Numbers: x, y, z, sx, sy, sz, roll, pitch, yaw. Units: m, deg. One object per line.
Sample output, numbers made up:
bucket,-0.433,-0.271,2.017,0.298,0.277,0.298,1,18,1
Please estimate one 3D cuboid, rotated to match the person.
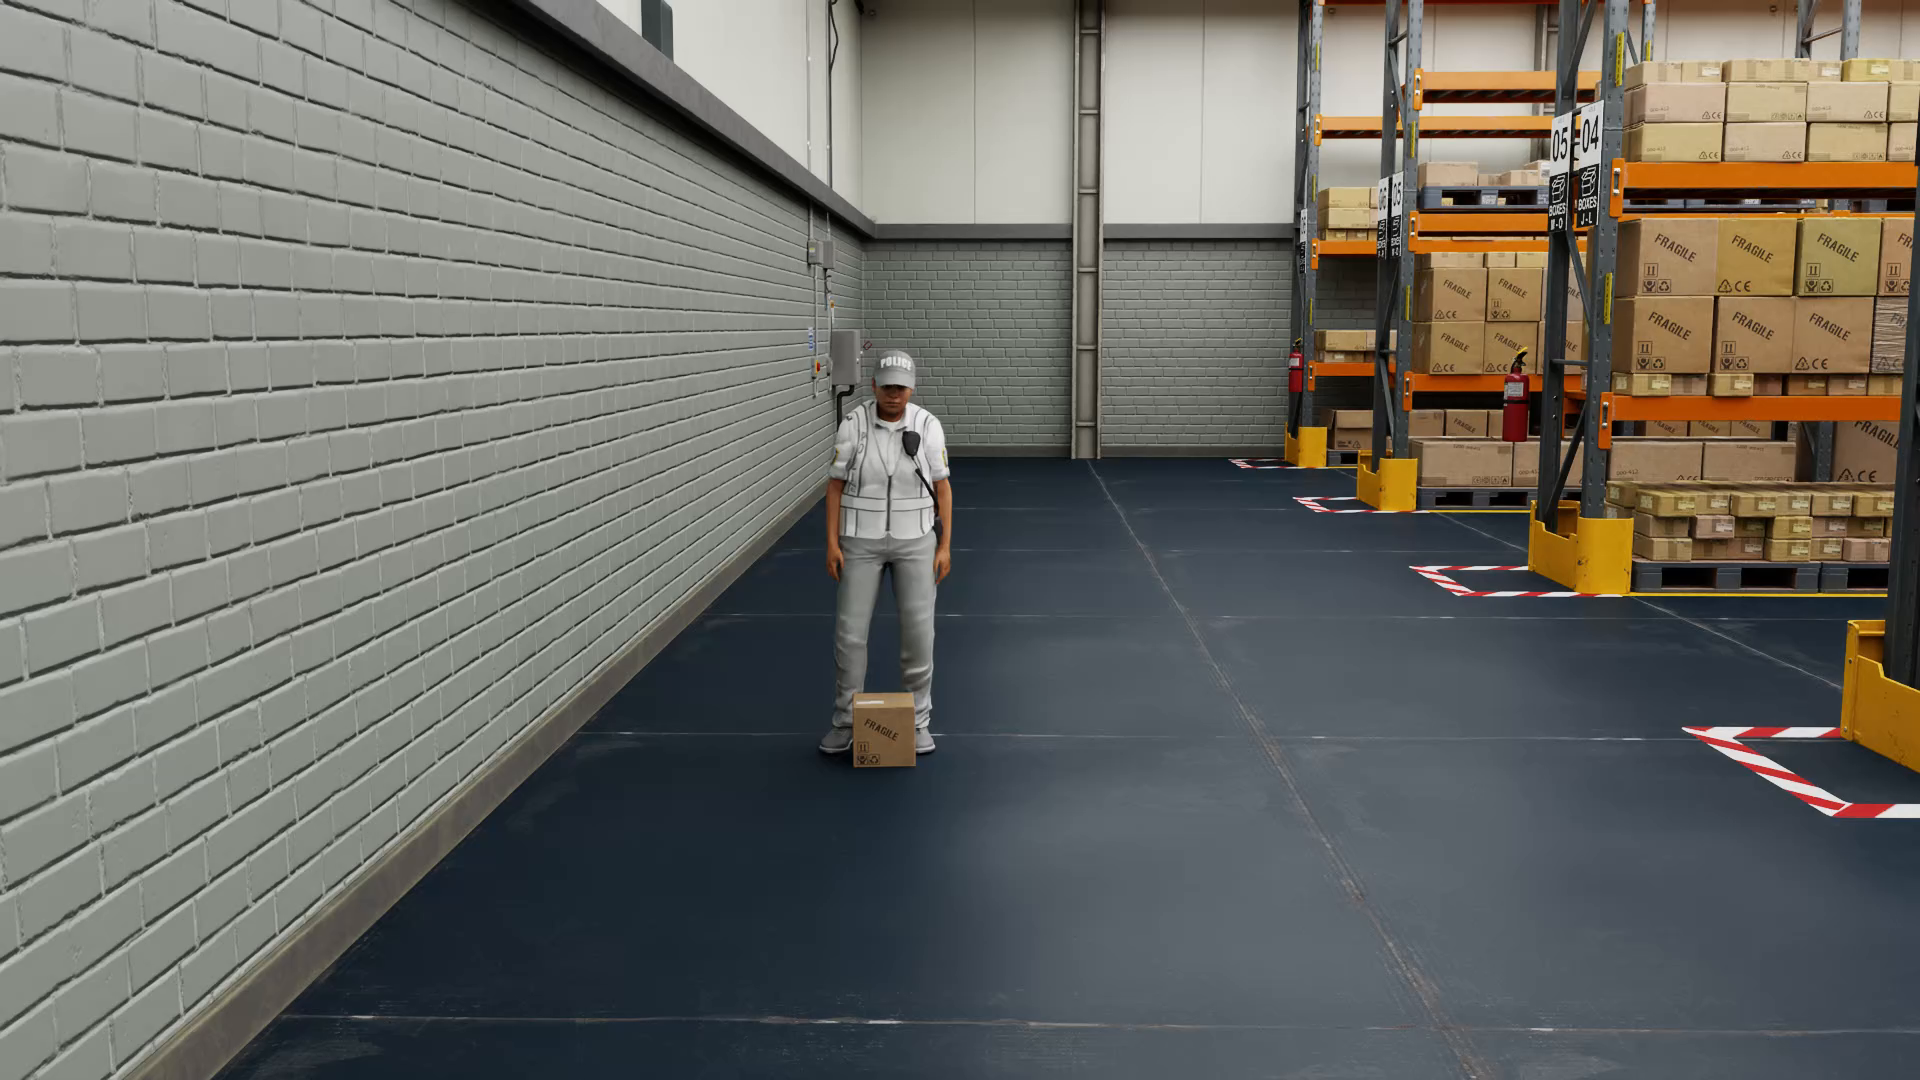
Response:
person,-0.310,0.044,6.914,0.559,1.665,0.469,0,7,-2
